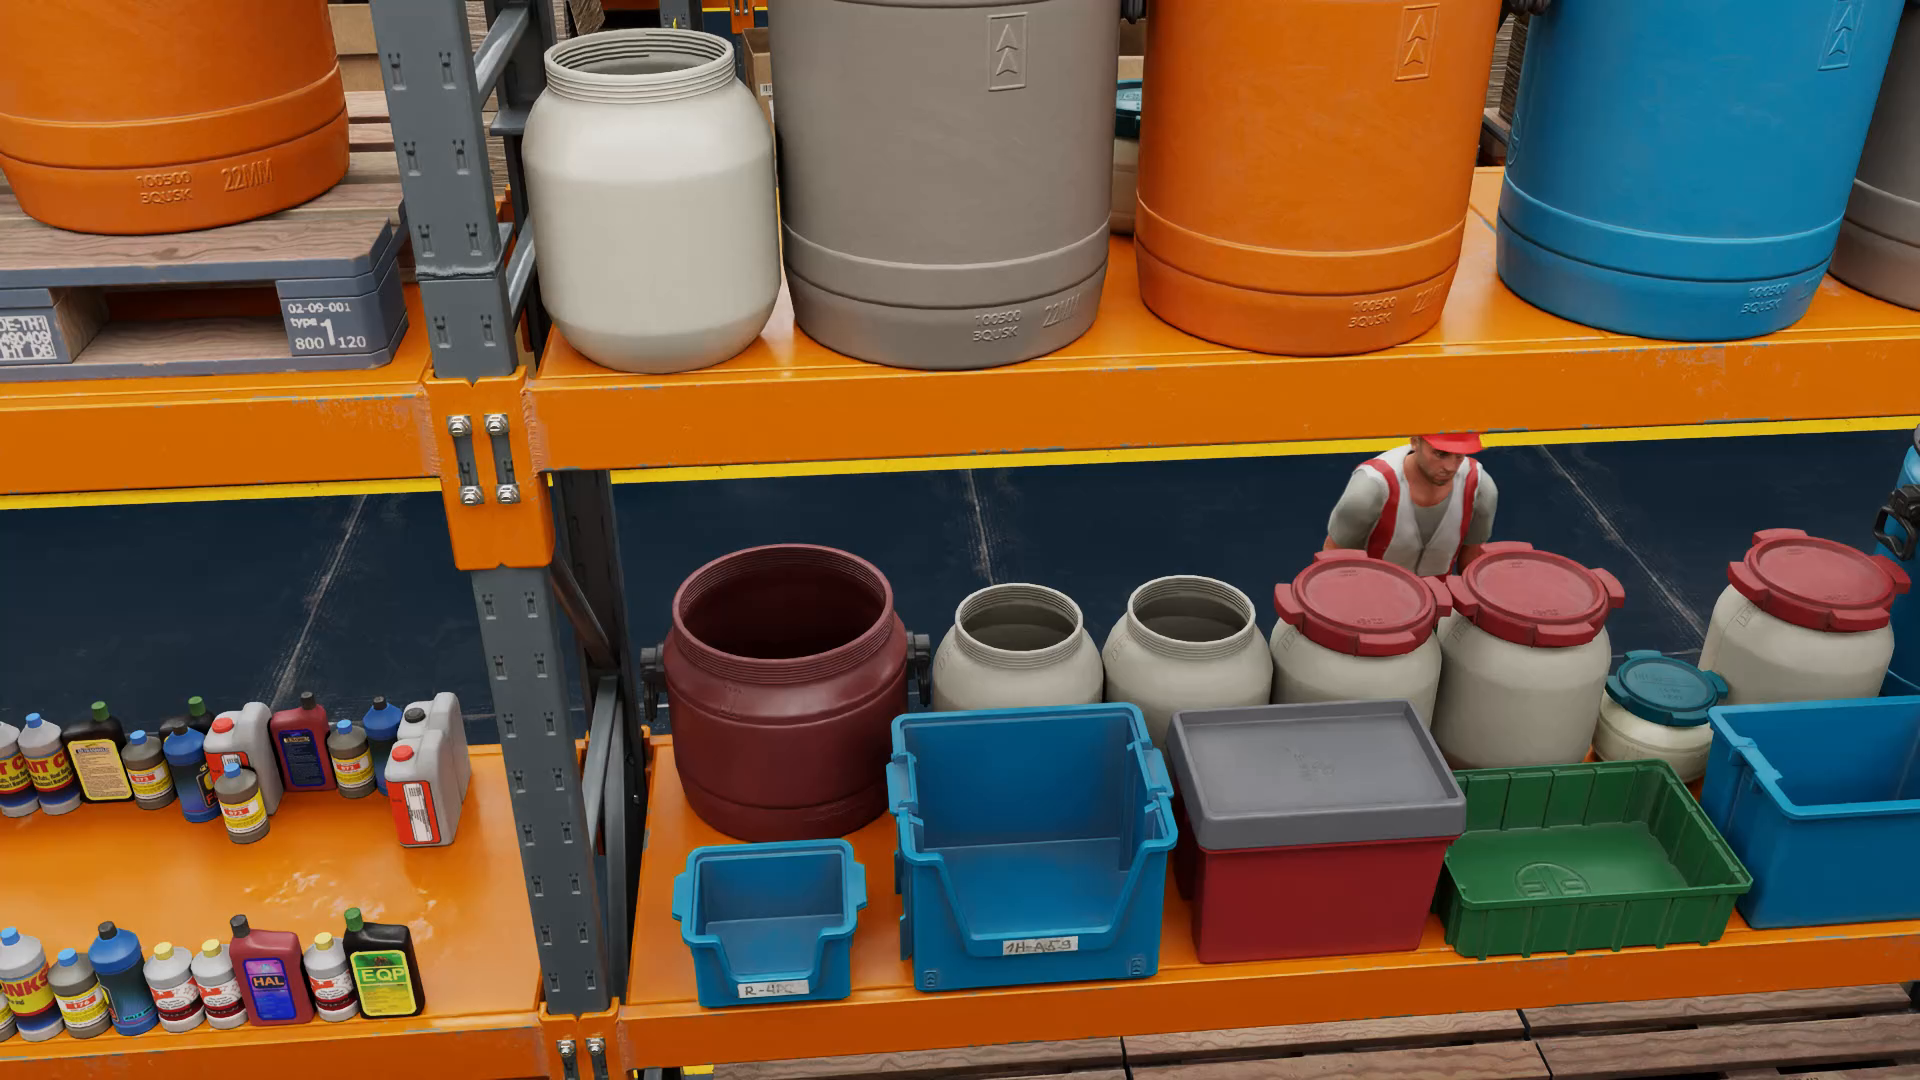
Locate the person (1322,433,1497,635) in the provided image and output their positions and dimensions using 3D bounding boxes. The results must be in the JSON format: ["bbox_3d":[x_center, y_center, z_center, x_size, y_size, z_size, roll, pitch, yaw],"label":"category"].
[{"bbox_3d":[1.486,0.283,5.643,0.607,1.779,0.451,-3,31,-5],"label":"person"}]
